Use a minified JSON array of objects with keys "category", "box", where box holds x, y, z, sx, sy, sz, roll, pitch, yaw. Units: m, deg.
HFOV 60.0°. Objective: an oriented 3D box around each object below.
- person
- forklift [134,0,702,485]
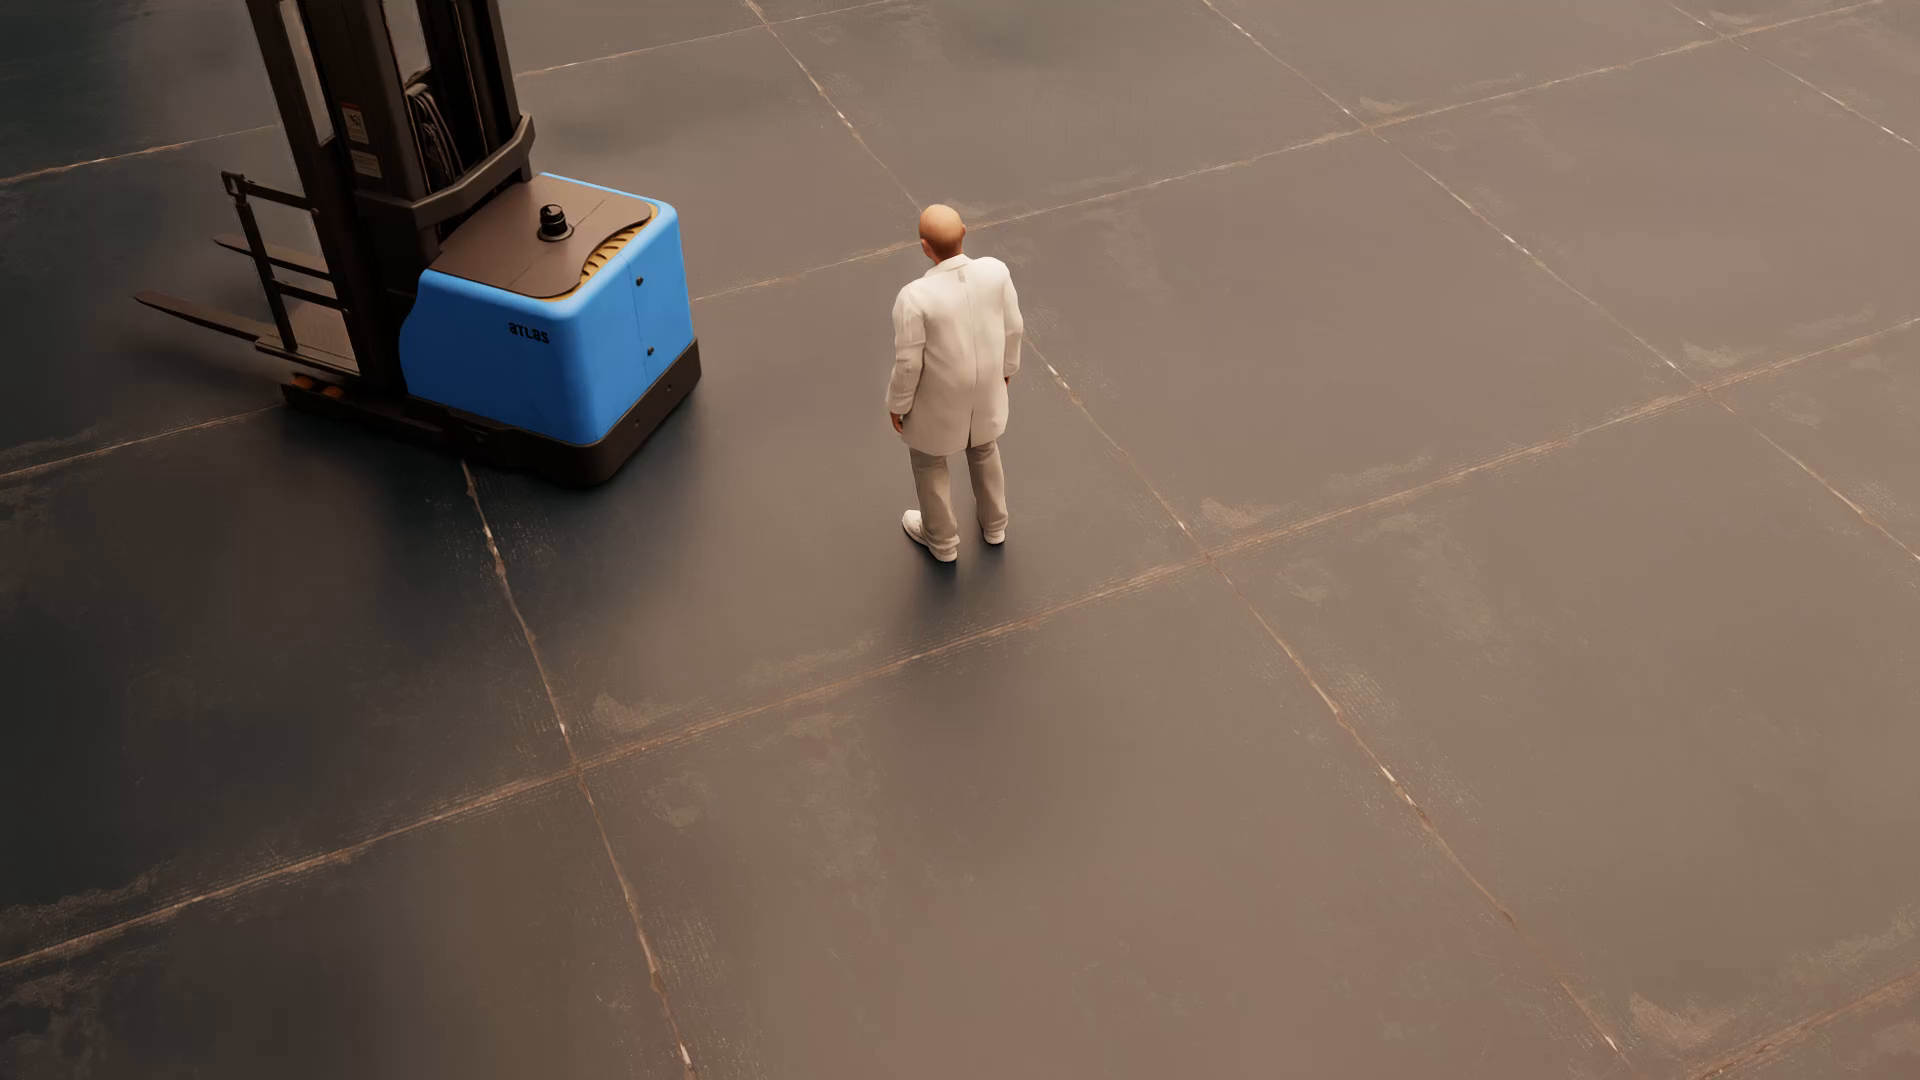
[{"category":"person","box":[-0.033,-0.662,7.239,0.645,1.772,0.434,-20,47,-20]},{"category":"forklift","box":[-2.906,-2.003,7.827,3.031,2.935,1.130,17,46,17]}]
